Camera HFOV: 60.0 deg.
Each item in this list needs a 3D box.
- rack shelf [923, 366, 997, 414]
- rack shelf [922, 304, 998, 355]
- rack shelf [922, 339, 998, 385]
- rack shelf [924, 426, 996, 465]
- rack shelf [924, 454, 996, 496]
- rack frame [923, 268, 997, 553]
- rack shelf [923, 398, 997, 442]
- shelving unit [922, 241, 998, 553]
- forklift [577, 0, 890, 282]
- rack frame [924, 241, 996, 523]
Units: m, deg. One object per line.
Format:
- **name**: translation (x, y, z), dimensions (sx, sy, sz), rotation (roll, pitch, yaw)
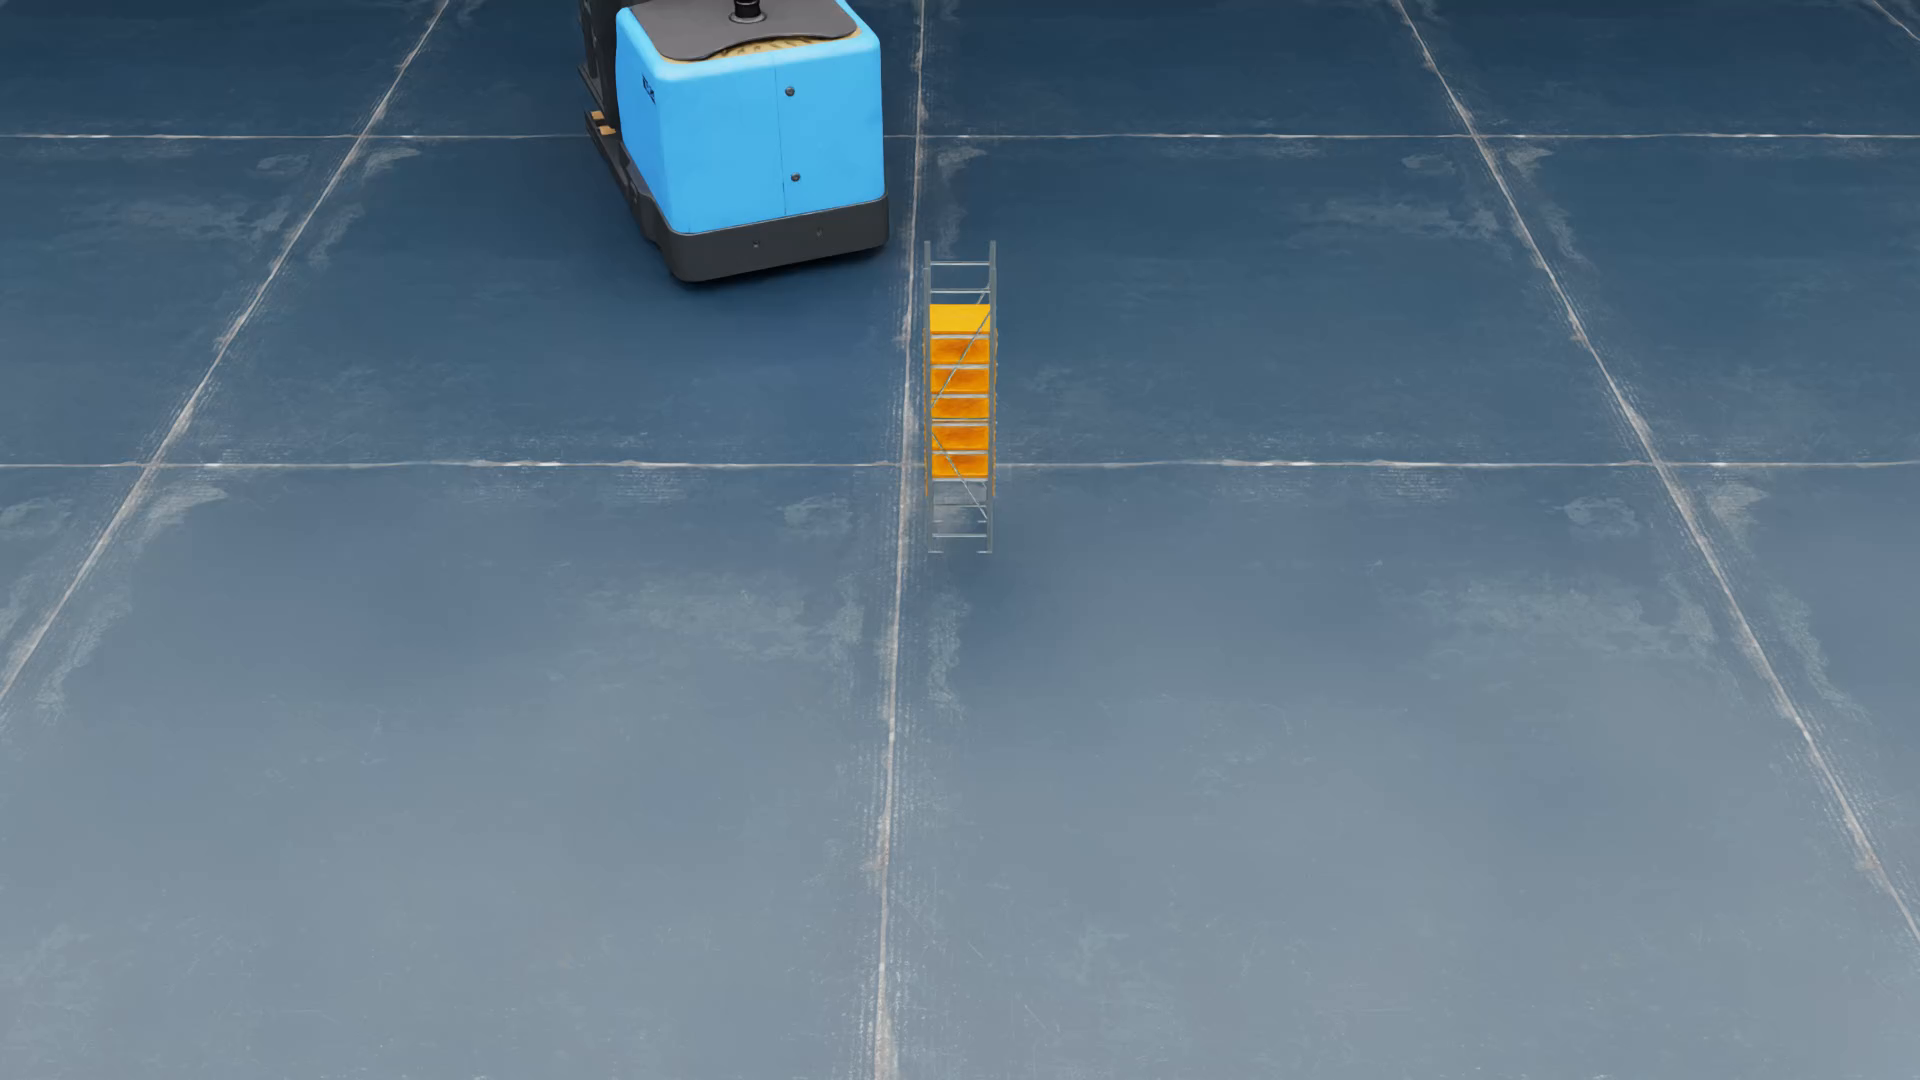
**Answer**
- **rack shelf**: translation (0.000, -0.536, 5.839), dimensions (0.258, 0.103, 0.180), rotation (0, 39, 0)
- **rack shelf**: translation (0.000, -0.724, 5.689), dimensions (0.258, 0.103, 0.180), rotation (0, 39, 0)
- **rack shelf**: translation (0.000, -0.630, 5.764), dimensions (0.258, 0.103, 0.180), rotation (0, 39, 0)
- **rack shelf**: translation (0.000, -0.349, 5.989), dimensions (0.258, 0.103, 0.180), rotation (0, 39, 0)
- **rack shelf**: translation (0.000, -0.255, 6.064), dimensions (0.258, 0.103, 0.180), rotation (0, 39, 0)
- **rack frame**: translation (0.000, -0.420, 5.815), dimensions (0.240, 1.200, 0.006), rotation (0, 39, 0)
- **rack shelf**: translation (0.000, -0.443, 5.914), dimensions (0.258, 0.103, 0.180), rotation (0, 39, 0)
- **shelving unit**: translation (0.000, -0.477, 5.886), dimensions (0.258, 1.200, 0.189), rotation (0, 39, 0)
- **forklift**: translation (-1.357, -3.249, 7.961), dimensions (1.130, 2.935, 3.031), rotation (-14, 41, -17)
- **rack frame**: translation (0.000, -0.534, 5.957), dimensions (0.240, 1.200, 0.006), rotation (0, 39, 0)
